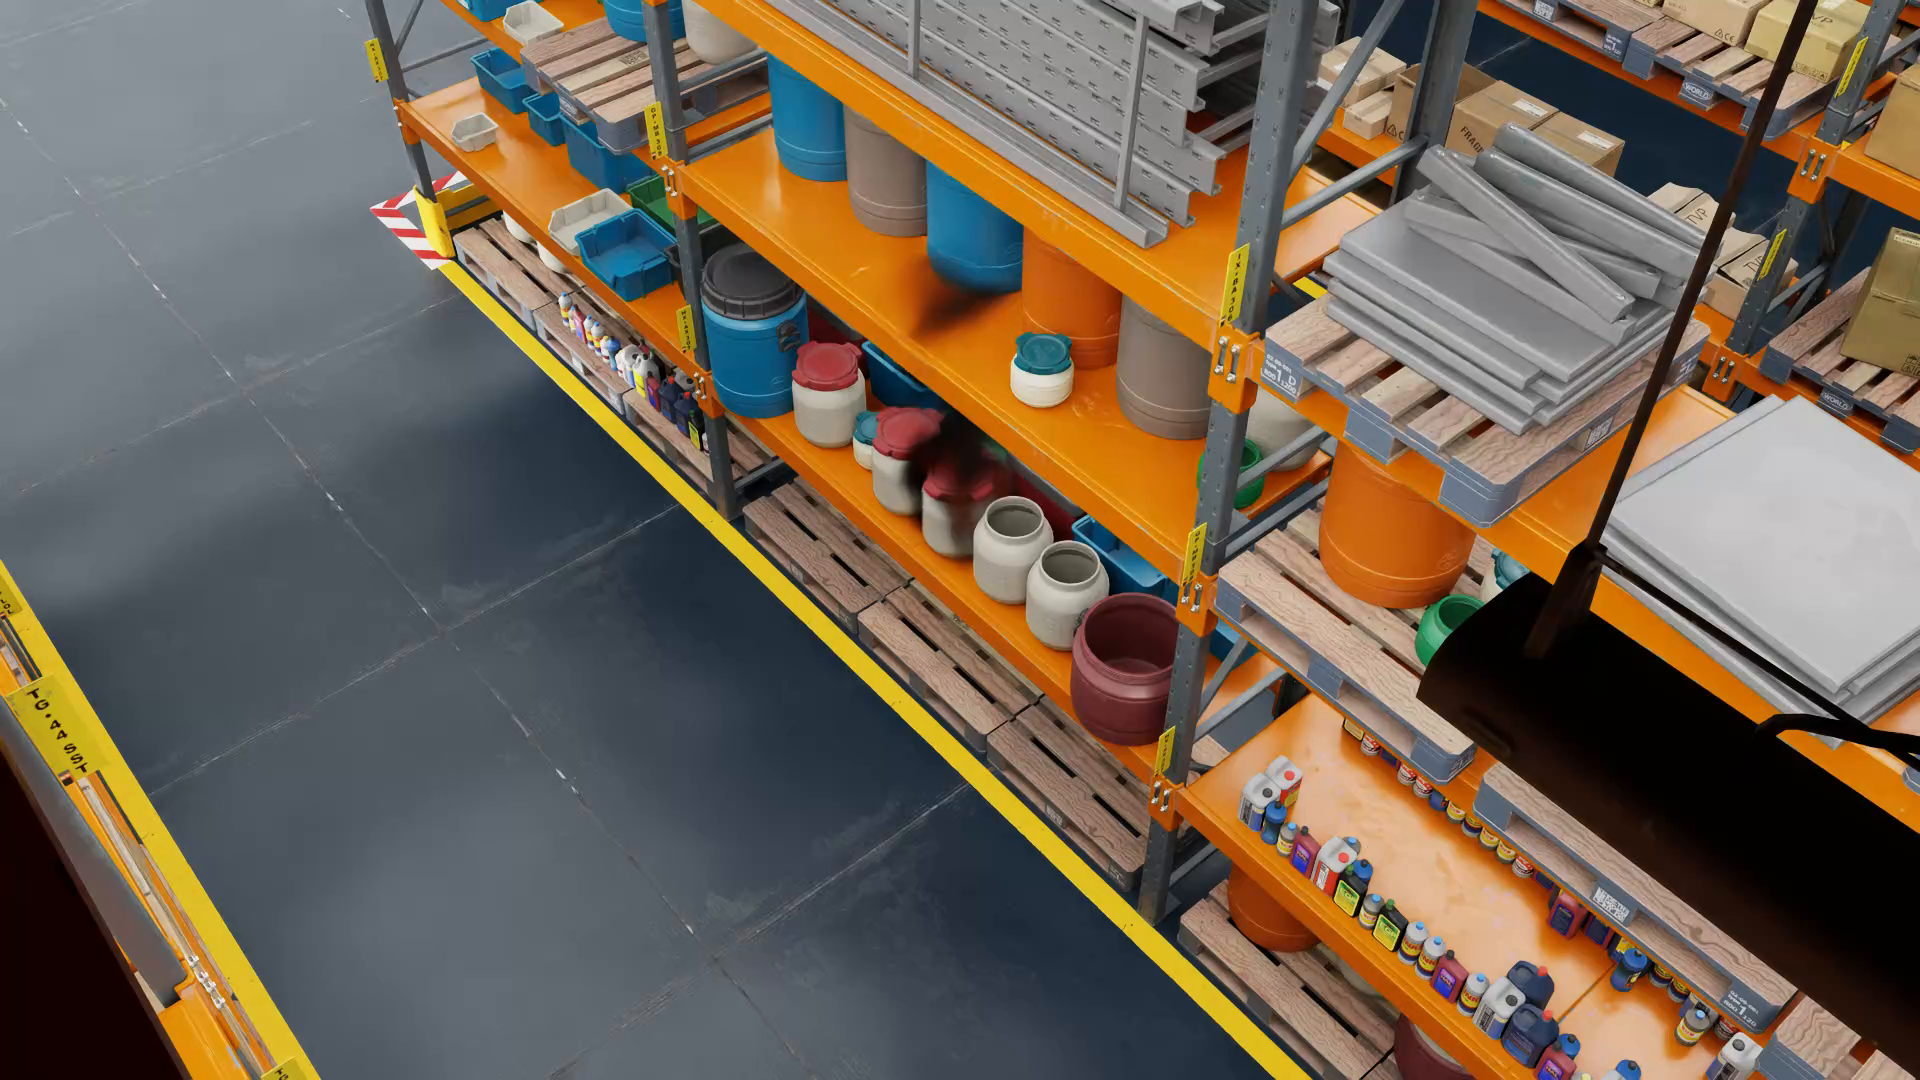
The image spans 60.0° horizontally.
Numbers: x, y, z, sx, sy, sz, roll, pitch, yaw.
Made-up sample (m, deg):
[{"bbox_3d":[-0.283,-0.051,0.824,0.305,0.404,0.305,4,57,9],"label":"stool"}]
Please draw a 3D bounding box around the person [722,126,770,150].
[{"bbox_3d":[-1.714,-3.712,13.313,0.722,1.825,0.805,8,47,8],"label":"person"}]
